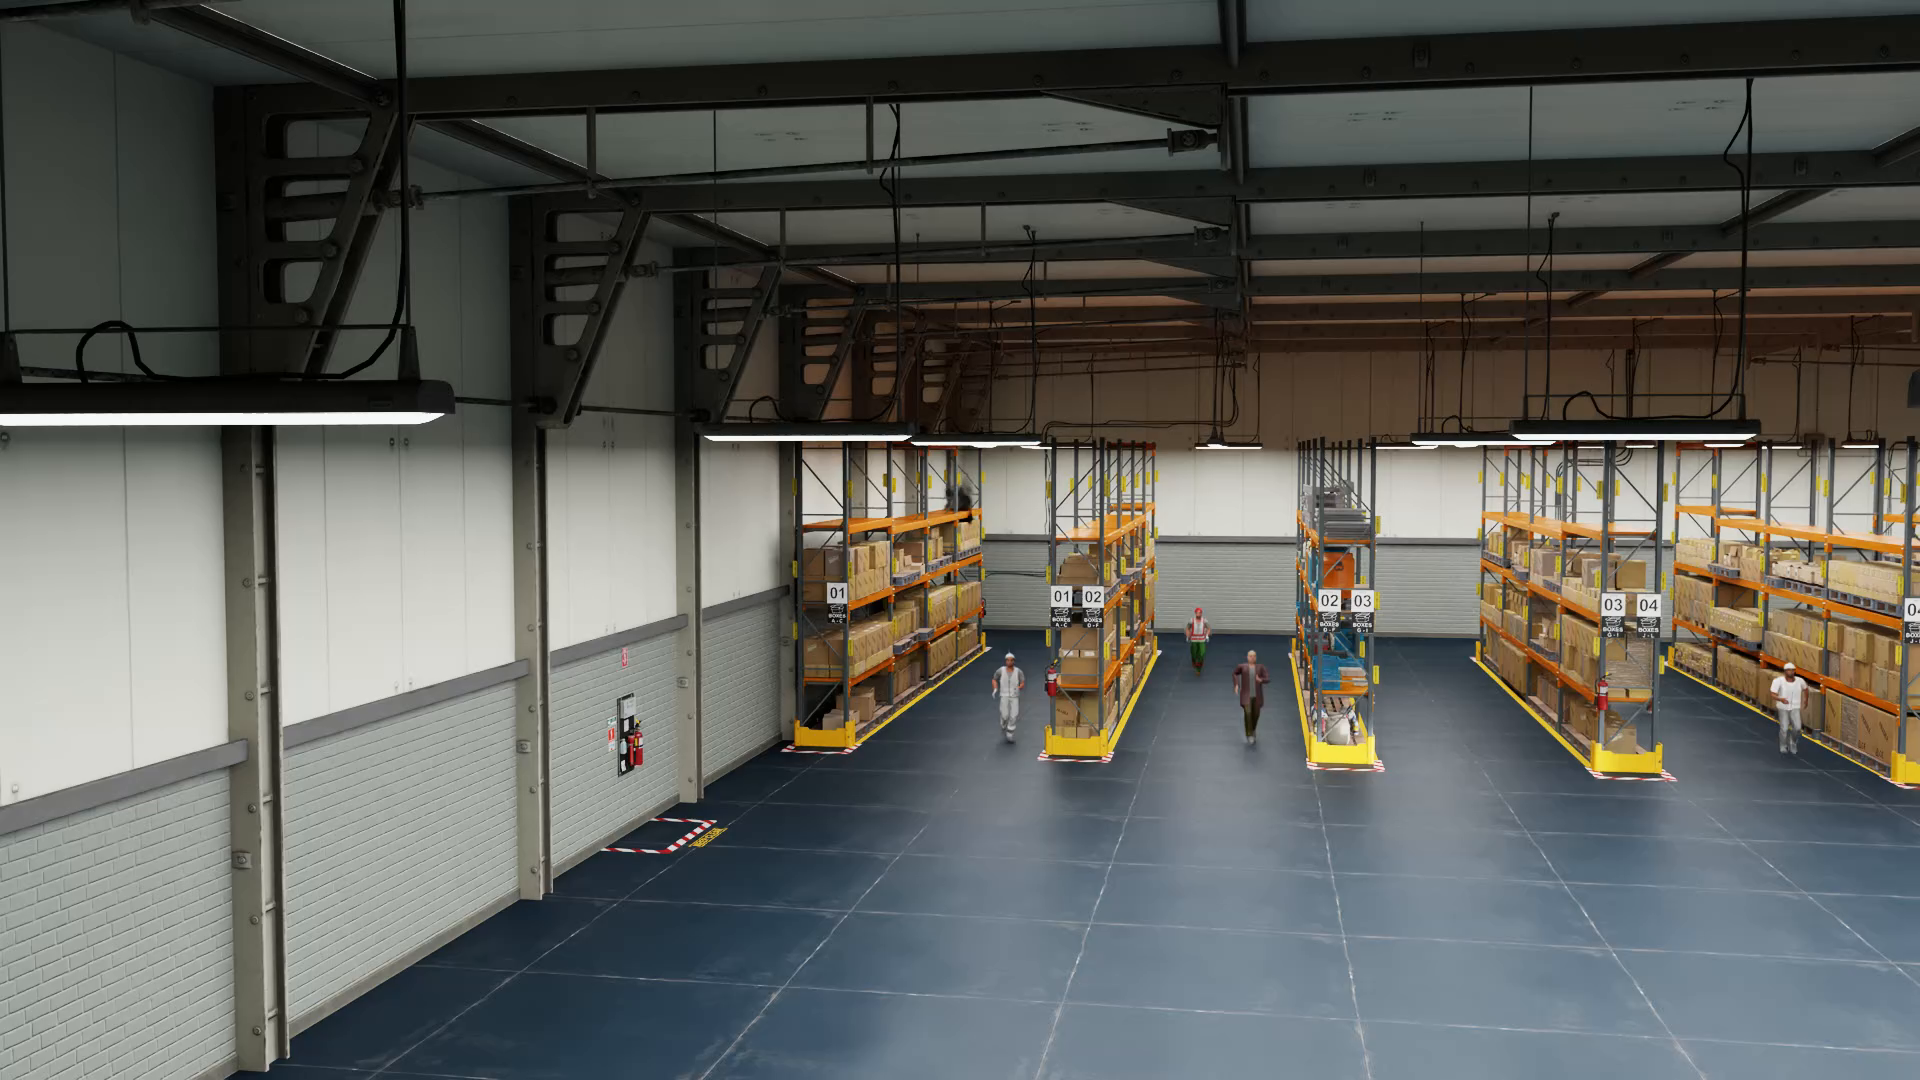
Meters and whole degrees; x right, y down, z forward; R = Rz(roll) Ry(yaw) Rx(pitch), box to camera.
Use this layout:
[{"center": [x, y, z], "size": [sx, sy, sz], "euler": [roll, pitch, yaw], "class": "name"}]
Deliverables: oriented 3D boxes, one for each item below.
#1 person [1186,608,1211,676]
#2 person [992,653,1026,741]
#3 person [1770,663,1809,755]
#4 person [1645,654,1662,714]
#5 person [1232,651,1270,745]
[{"center": [6.138, 2.595, 42.824], "size": [0.643, 1.741, 0.706], "euler": [0, 3, 5], "class": "person"}, {"center": [0.971, 3.110, 32.823], "size": [0.655, 1.741, 0.583], "euler": [0, 3, 0], "class": "person"}, {"center": [15.673, 3.189, 31.372], "size": [0.721, 1.751, 0.658], "euler": [1, 3, 12], "class": "person"}, {"center": [15.115, 2.982, 36.415], "size": [0.596, 1.624, 0.597], "euler": [0, 3, 0], "class": "person"}, {"center": [5.750, 3.068, 32.777], "size": [0.695, 1.781, 1.045], "euler": [0, 3, 0], "class": "person"}]
